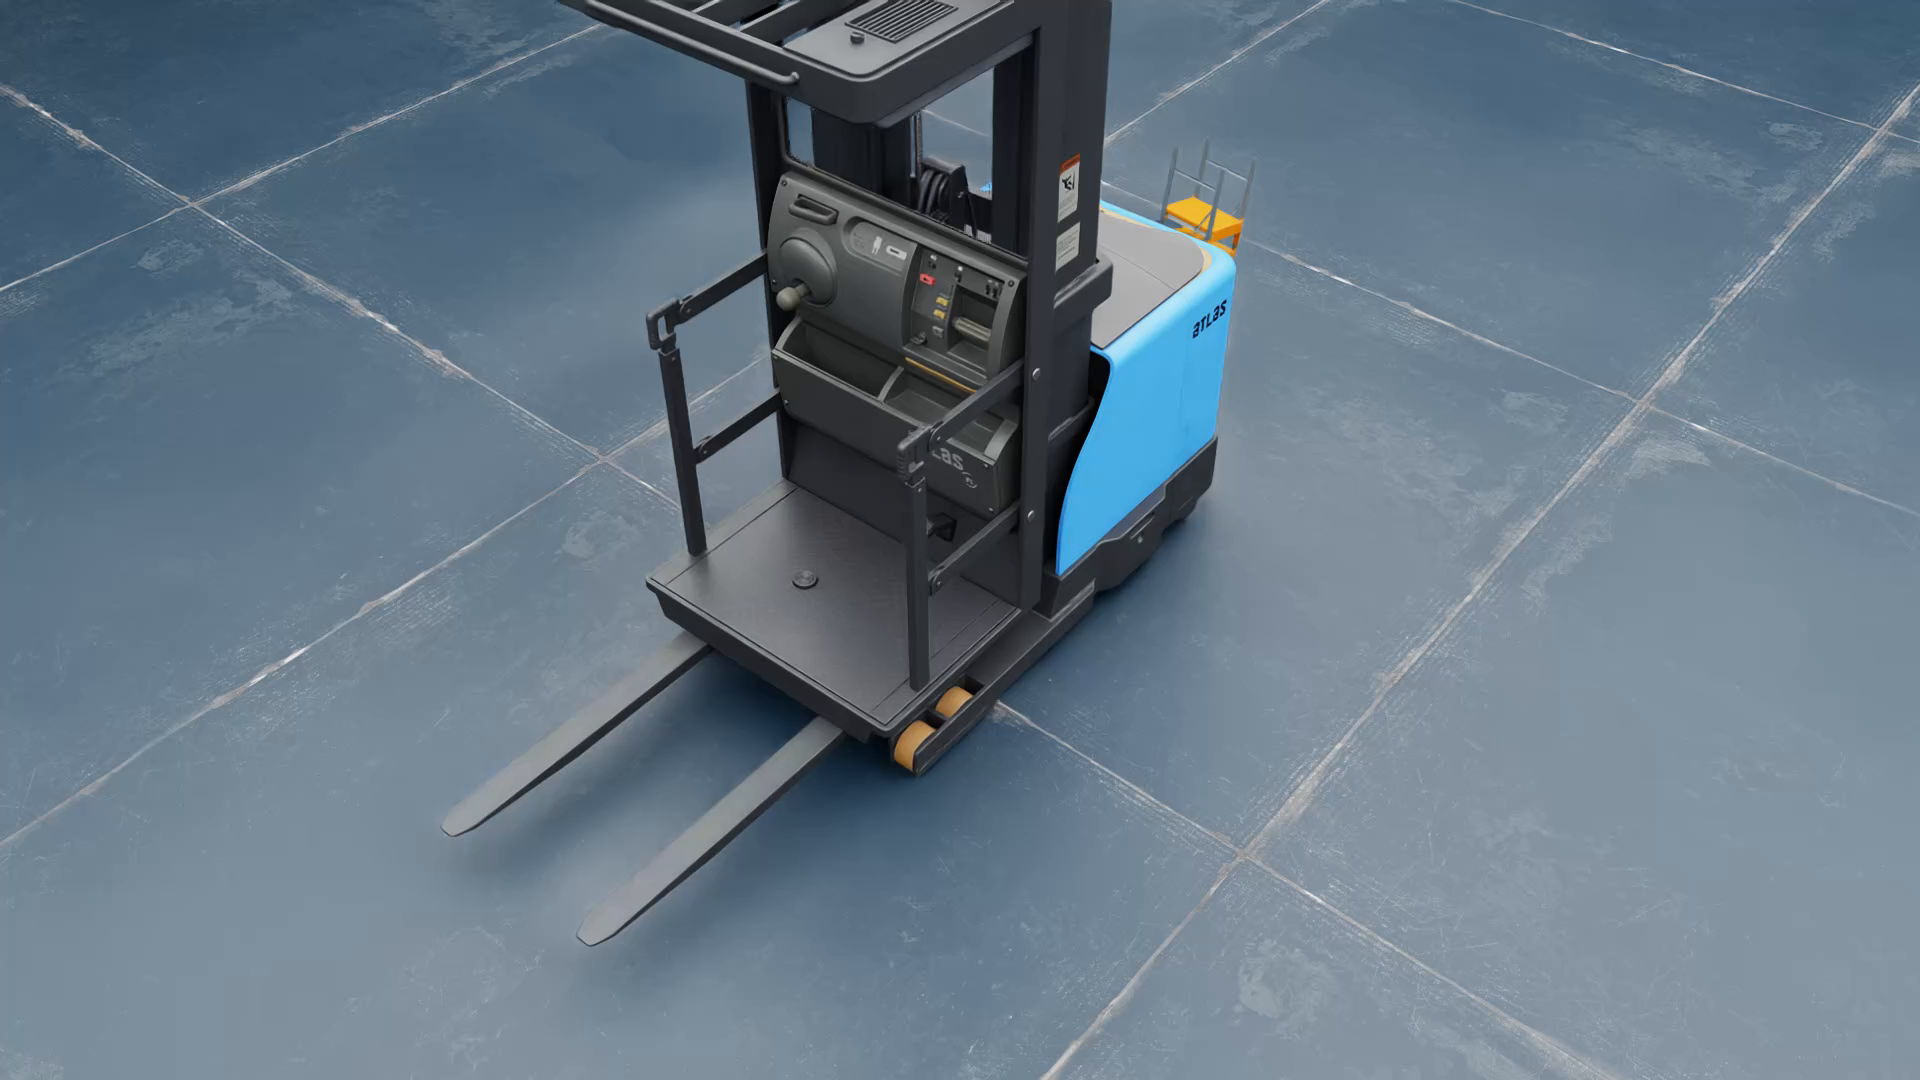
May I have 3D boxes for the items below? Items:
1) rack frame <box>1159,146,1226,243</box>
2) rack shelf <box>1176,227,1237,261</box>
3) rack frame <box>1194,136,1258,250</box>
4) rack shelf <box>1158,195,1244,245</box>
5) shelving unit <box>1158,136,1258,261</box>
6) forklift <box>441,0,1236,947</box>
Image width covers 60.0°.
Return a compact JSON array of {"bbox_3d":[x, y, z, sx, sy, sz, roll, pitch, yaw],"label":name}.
[{"bbox_3d":[0.788,-0.884,6.297,0.006,1.200,0.240,-25,47,-37],"label":"rack frame"},{"bbox_3d":[0.877,-1.072,6.238,0.180,0.103,0.258,-25,47,-37],"label":"rack shelf"},{"bbox_3d":[0.920,-0.945,6.408,0.006,1.200,0.240,-25,47,-37],"label":"rack frame"},{"bbox_3d":[0.891,-1.168,6.168,0.180,0.103,0.258,-25,47,-37],"label":"rack shelf"},{"bbox_3d":[0.854,-0.914,6.352,0.189,1.200,0.258,-25,47,-37],"label":"shelving unit"},{"bbox_3d":[-0.345,-0.711,4.853,1.130,2.935,3.031,29,49,28],"label":"forklift"}]
